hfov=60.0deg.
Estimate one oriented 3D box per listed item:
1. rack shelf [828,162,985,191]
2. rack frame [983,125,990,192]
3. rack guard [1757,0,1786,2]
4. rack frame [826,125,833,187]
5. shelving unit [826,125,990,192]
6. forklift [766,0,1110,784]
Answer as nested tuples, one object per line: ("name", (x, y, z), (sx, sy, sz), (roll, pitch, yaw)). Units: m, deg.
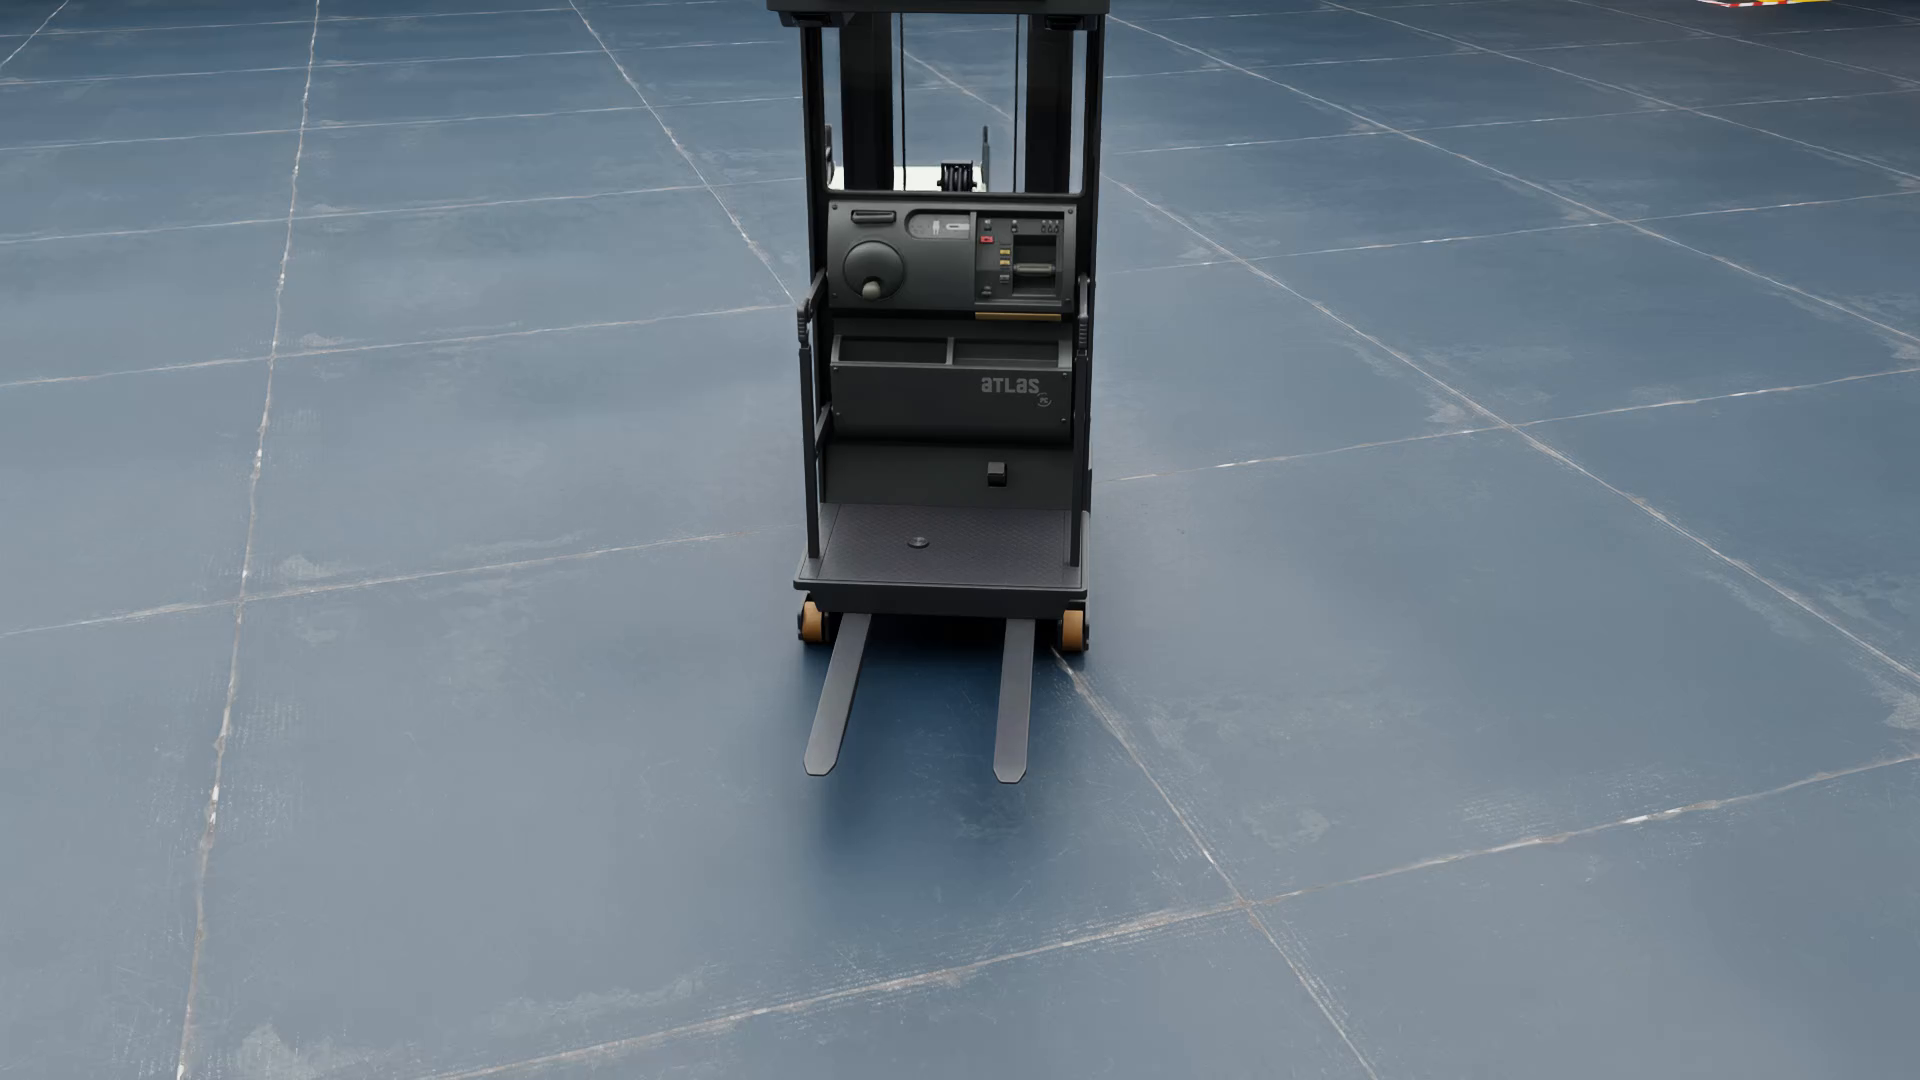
("rack shelf", (-0.246, -1.531, 7.767), (0.720, 0.370, 0.431), (0, 27, 0))
("rack frame", (0.120, -1.182, 7.942), (0.023, 1.500, 0.400), (0, 27, 0))
("rack guard", (10.054, -7.214, 21.219), (0.348, 0.500, 1.175), (-8, 28, -16))
("rack frame", (-0.612, -1.182, 7.942), (0.023, 1.500, 0.400), (0, 27, 0))
("shelving unit", (-0.246, -1.182, 7.942), (0.755, 1.500, 0.431), (0, 27, 0))
("forklift", (-0.044, -1.034, 6.037), (1.130, 2.935, 3.031), (2, 26, 4))
